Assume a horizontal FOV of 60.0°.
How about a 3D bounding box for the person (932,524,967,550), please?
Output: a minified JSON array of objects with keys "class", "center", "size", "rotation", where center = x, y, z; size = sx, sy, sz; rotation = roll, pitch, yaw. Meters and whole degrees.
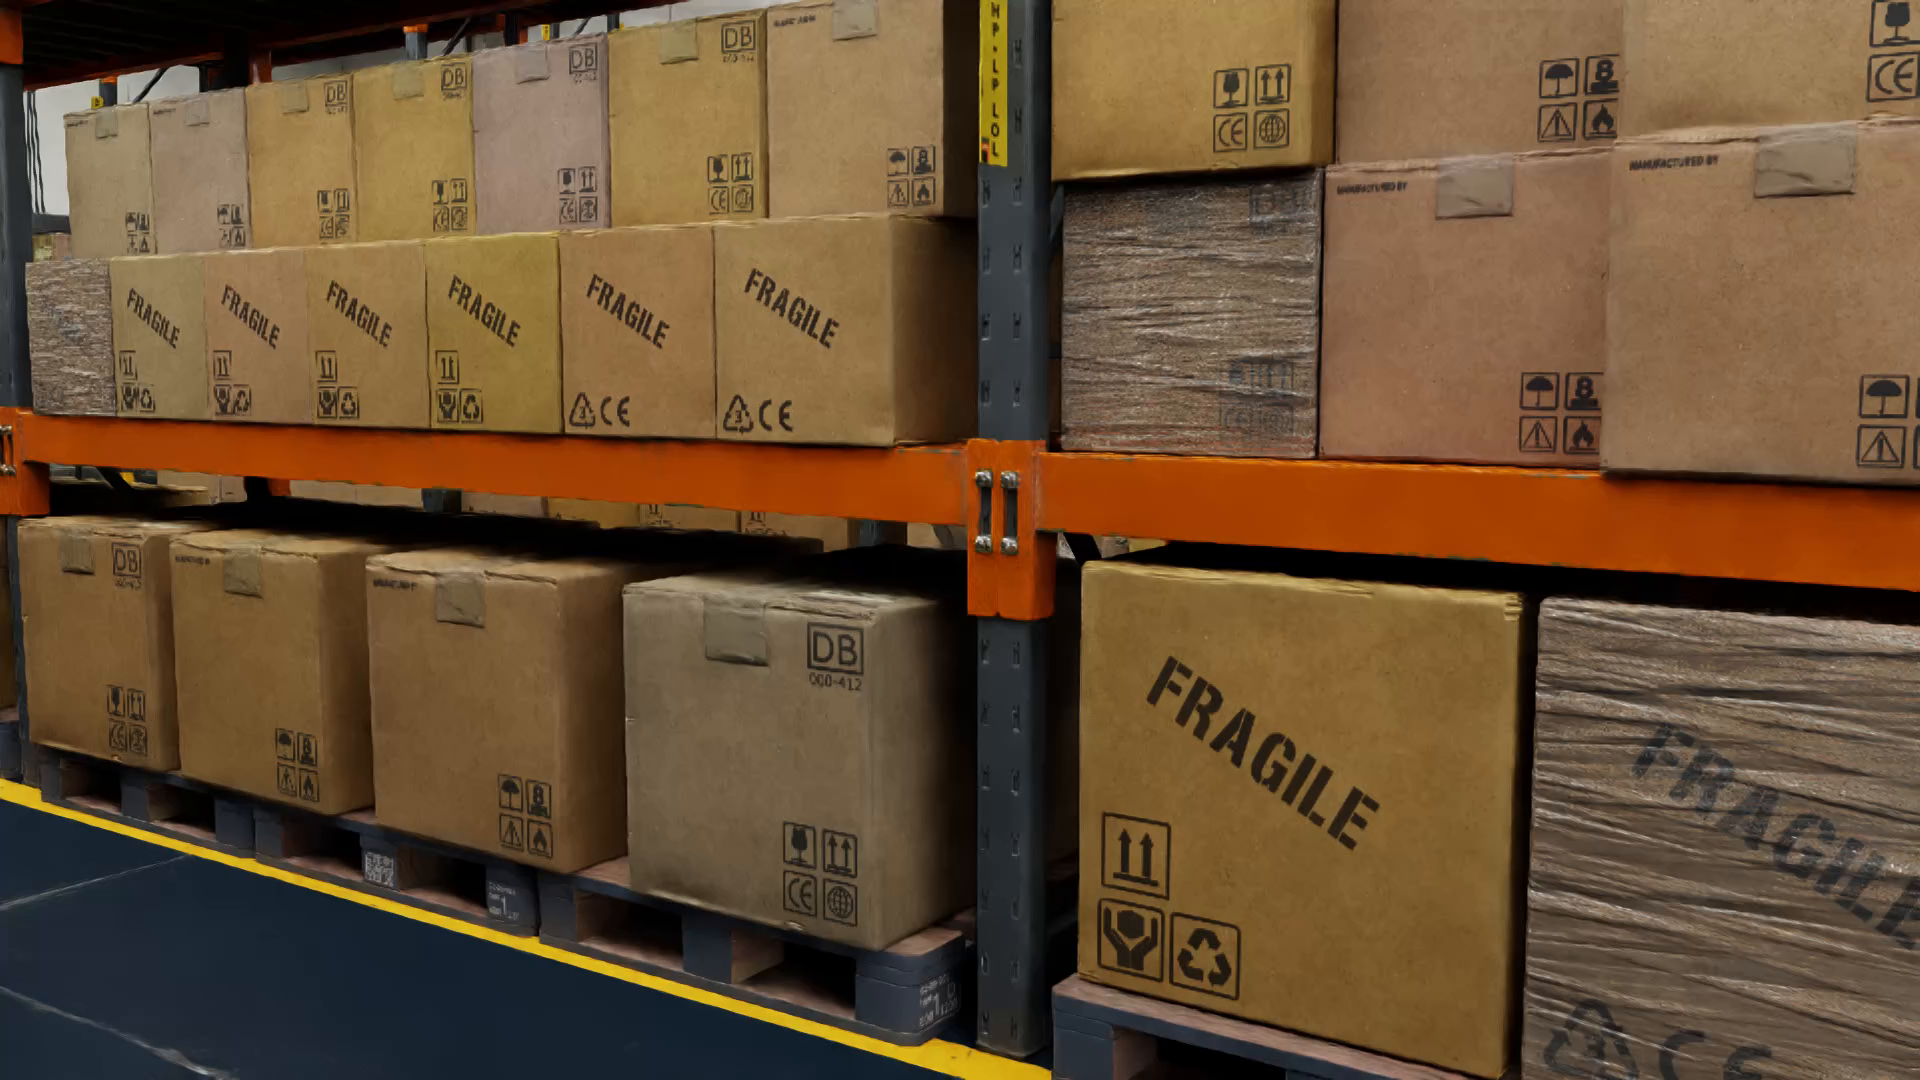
[{"class":"person","center":[0.095,-0.064,6.493],"size":[0.464,1.654,0.588],"rotation":[-4,7,-31]}]
